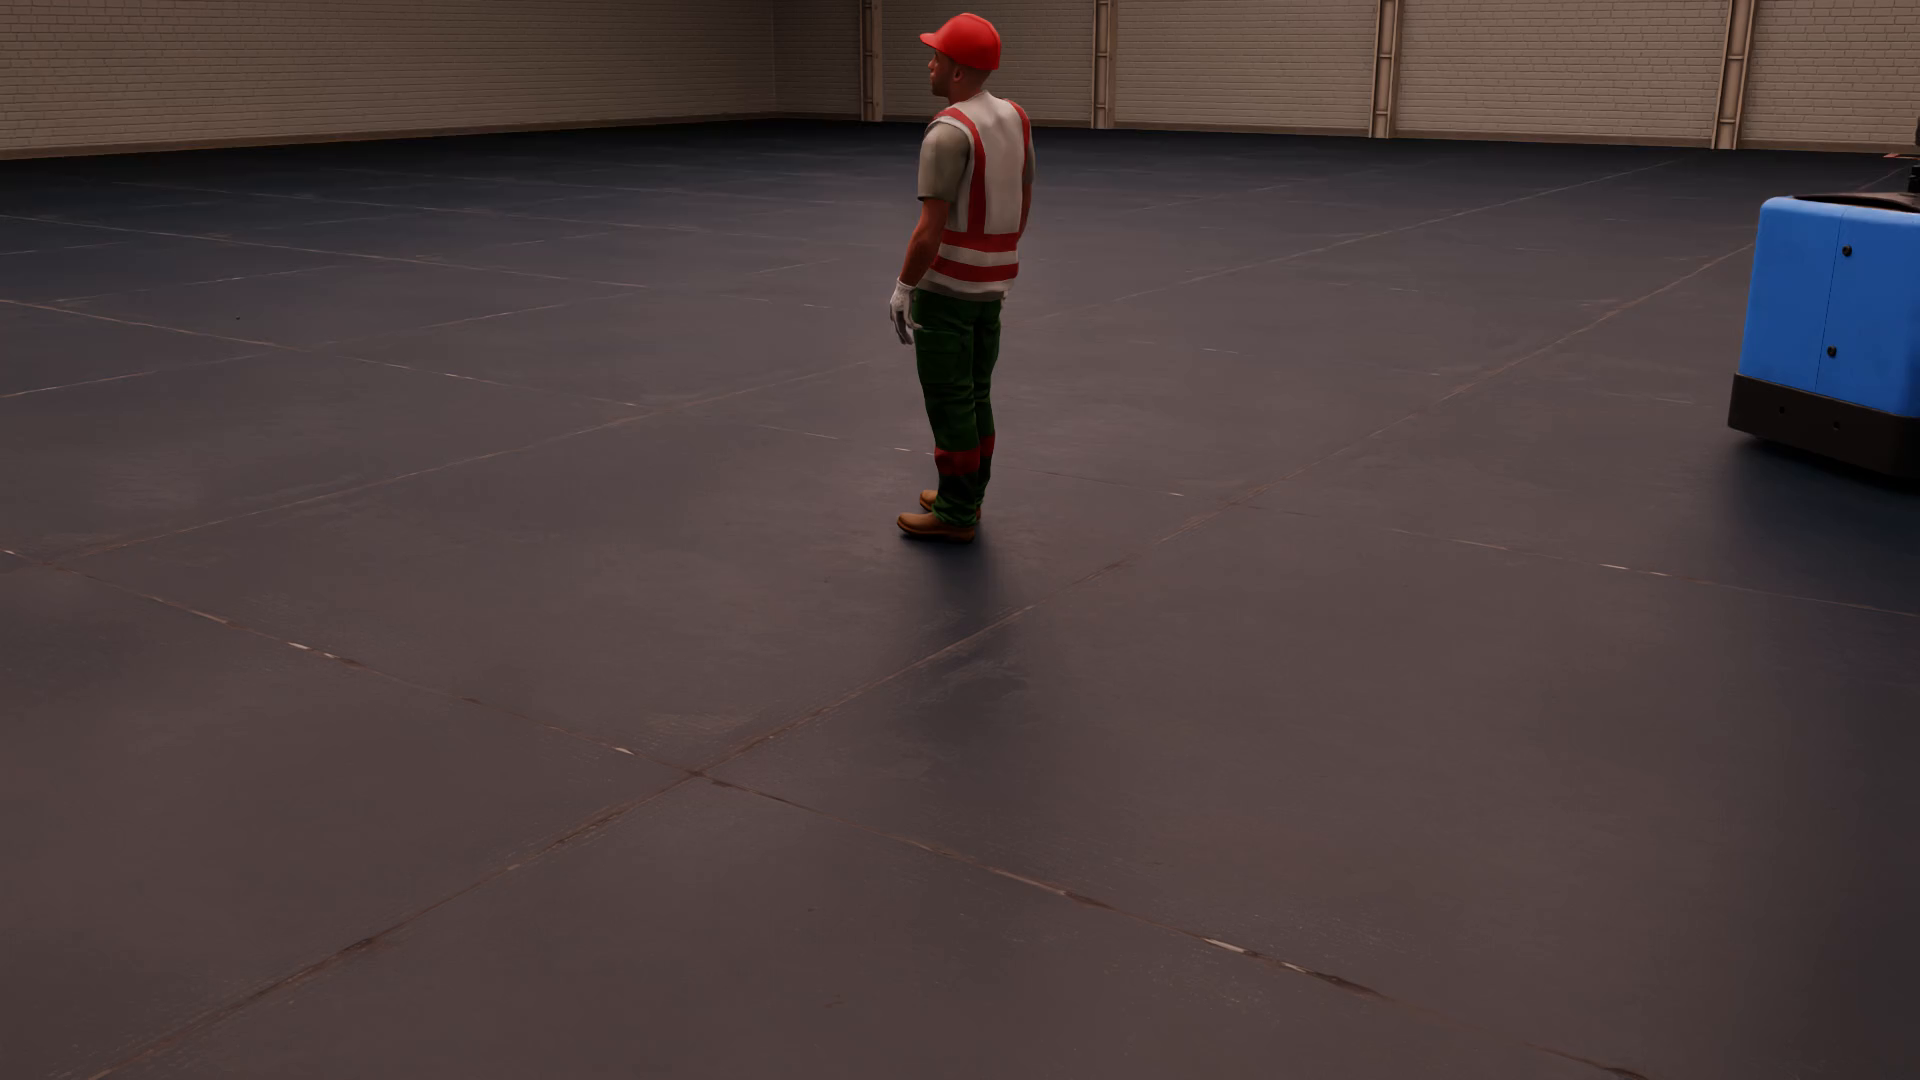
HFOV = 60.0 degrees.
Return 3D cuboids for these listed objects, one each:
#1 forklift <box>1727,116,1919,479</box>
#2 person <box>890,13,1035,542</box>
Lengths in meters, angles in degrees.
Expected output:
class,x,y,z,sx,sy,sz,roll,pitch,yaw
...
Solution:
class,x,y,z,sx,sy,sz,roll,pitch,yaw
forklift,4.984,-1.832,6.960,3.031,2.935,1.130,-5,17,-16
person,-0.060,-0.880,5.744,0.562,1.790,0.637,11,20,33
